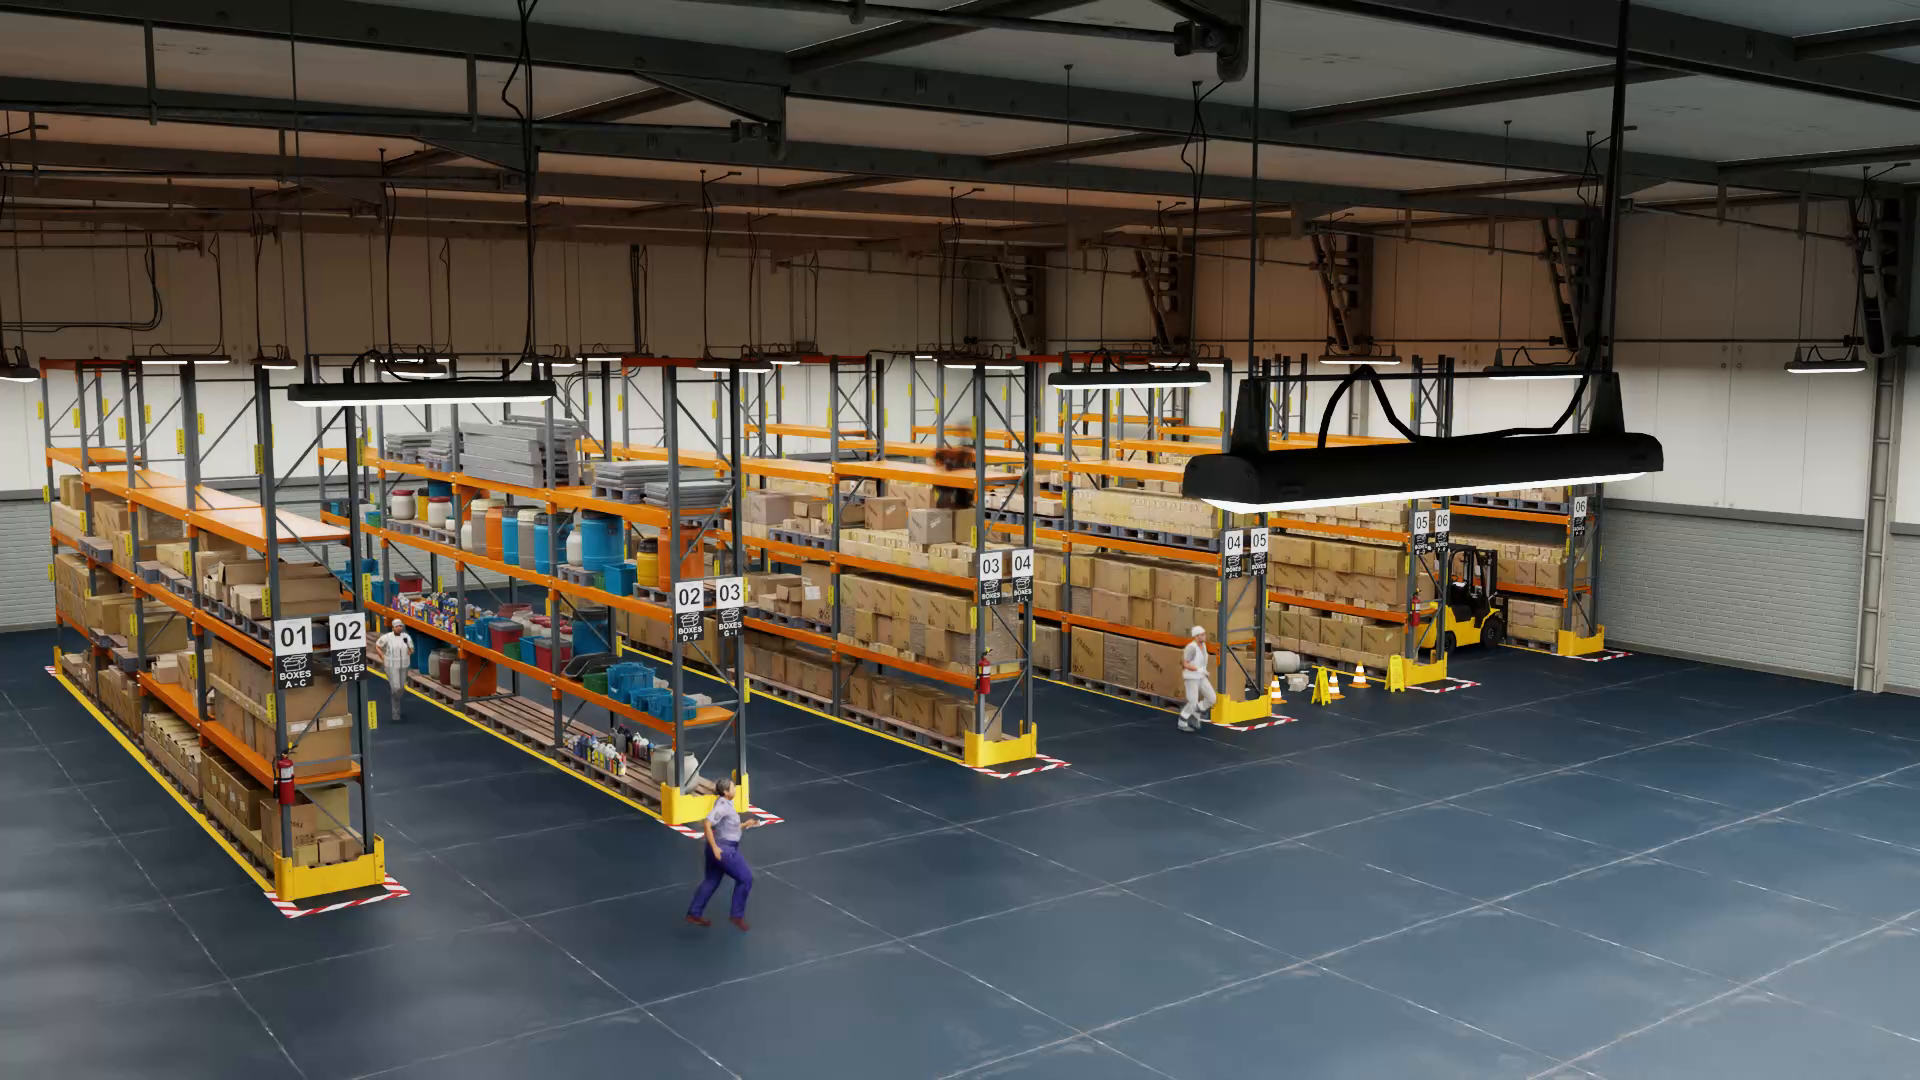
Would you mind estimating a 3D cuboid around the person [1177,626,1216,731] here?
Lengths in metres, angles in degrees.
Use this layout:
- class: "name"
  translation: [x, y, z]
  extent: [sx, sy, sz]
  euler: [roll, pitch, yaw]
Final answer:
- class: "person"
  translation: [3.844, 2.245, 26.829]
  extent: [0.659, 1.743, 0.693]
  euler: [6, 9, 43]

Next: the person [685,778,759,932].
- class: "person"
  translation: [-2.547, 3.389, 17.839]
  extent: [0.822, 1.706, 0.570]
  euler: [-3, 7, -21]

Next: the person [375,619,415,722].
- class: "person"
  translation: [-9.442, 2.179, 27.920]
  extent: [0.584, 1.719, 0.738]
  euler: [-6, 9, -41]

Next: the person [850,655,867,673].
- class: "person"
  translation: [-1.954, 1.659, 31.725]
  extent: [0.685, 1.735, 0.635]
  euler: [-6, 9, -41]
